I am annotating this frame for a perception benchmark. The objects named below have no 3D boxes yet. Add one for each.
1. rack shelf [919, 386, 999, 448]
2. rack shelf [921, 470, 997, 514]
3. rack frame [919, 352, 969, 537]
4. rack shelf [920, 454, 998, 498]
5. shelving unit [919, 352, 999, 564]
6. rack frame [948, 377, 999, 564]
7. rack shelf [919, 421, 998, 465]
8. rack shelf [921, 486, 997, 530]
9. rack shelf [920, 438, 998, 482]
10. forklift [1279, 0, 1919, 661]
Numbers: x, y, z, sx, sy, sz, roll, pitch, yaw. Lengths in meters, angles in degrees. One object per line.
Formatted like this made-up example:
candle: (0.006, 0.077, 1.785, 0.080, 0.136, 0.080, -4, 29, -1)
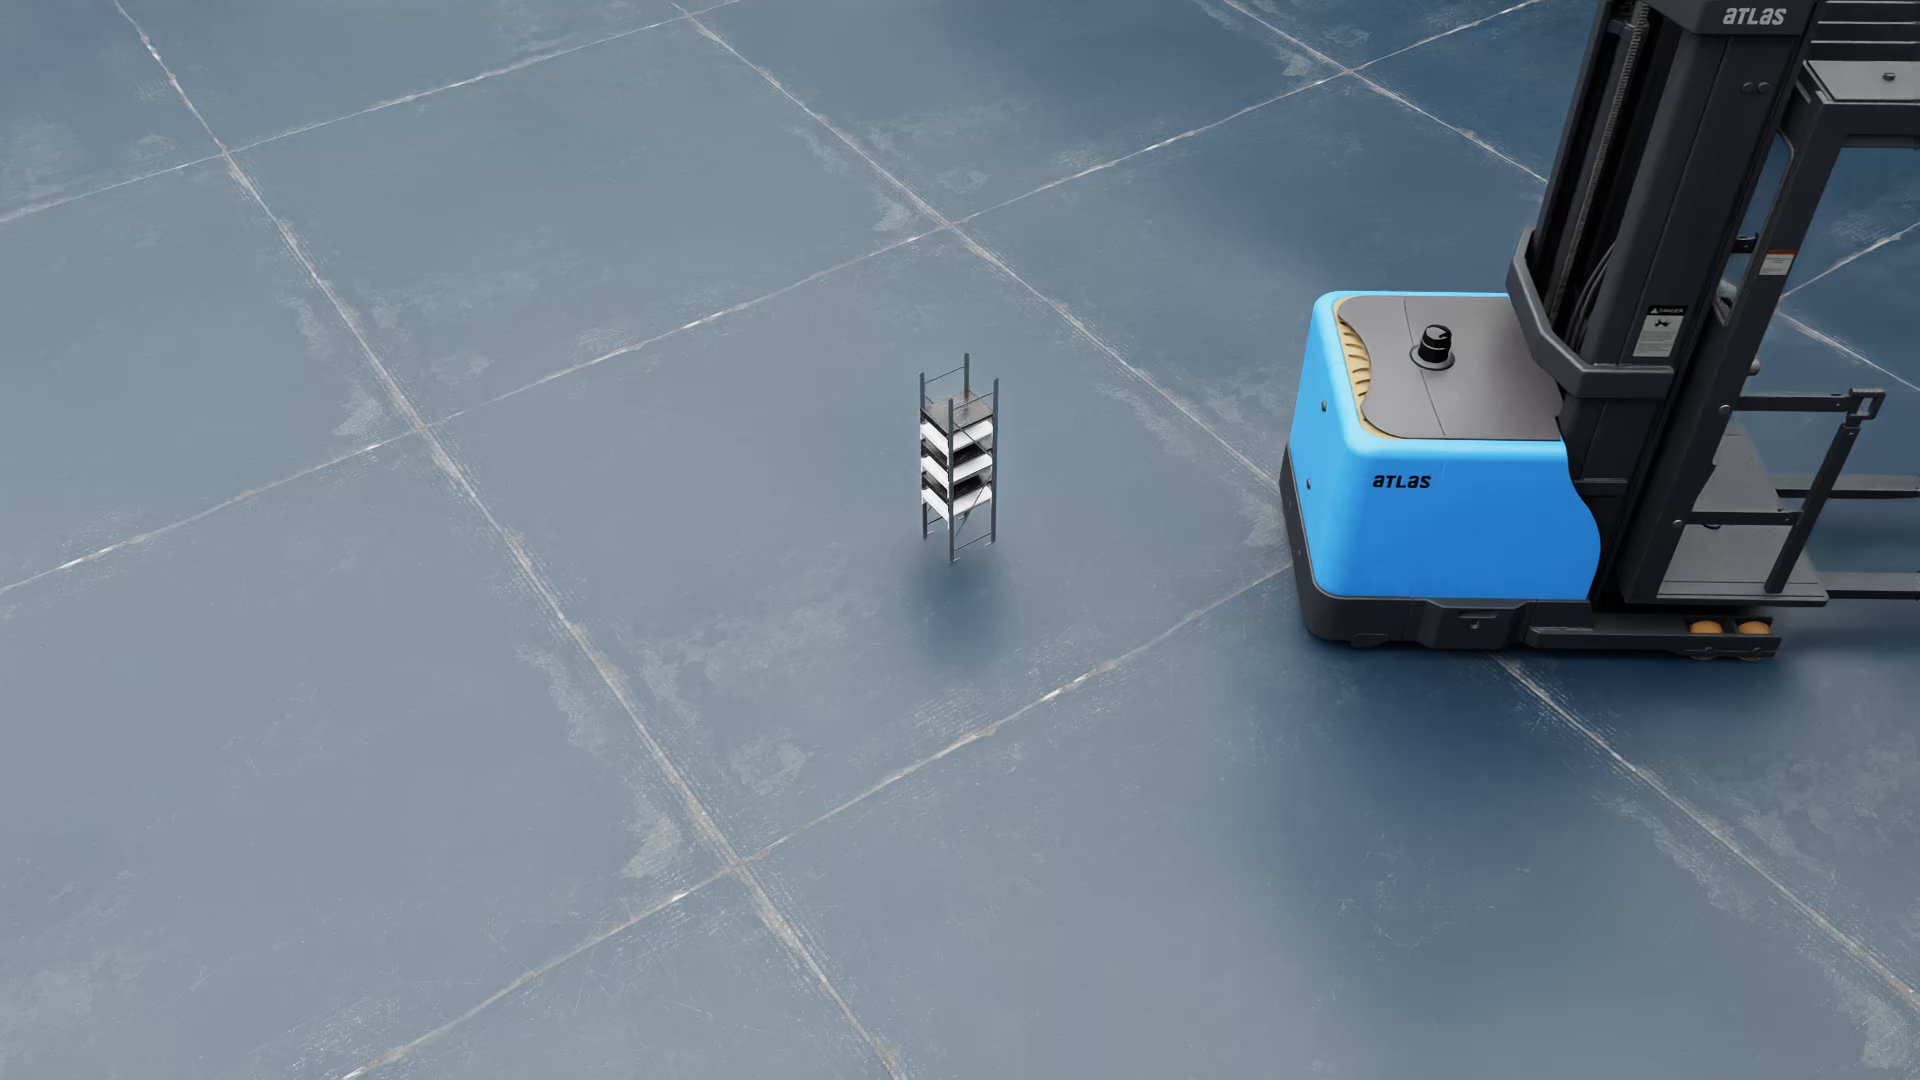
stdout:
rack shelf: (-0.005, -0.501, 6.772, 0.258, 0.077, 0.200, -26, 49, -24)
rack shelf: (-0.005, -0.241, 7.020, 0.258, 0.077, 0.200, -26, 49, -24)
rack frame: (-0.063, -0.388, 6.995, 0.240, 0.900, 0.006, -26, 49, -24)
rack shelf: (-0.005, -0.306, 6.958, 0.258, 0.077, 0.200, -26, 49, -24)
shelving unit: (-0.005, -0.330, 6.935, 0.258, 0.900, 0.210, -26, 49, -24)
rack frame: (0.054, -0.273, 6.875, 0.240, 0.900, 0.006, -26, 49, -24)
rack shelf: (-0.005, -0.436, 6.834, 0.258, 0.077, 0.200, -26, 49, -24)
rack shelf: (-0.005, -0.176, 7.082, 0.258, 0.077, 0.200, -26, 49, -24)
rack shelf: (-0.005, -0.371, 6.896, 0.258, 0.077, 0.200, -26, 49, -24)
forklift: (2.926, -0.946, 6.110, 3.031, 2.935, 1.130, 1, 44, 1)
